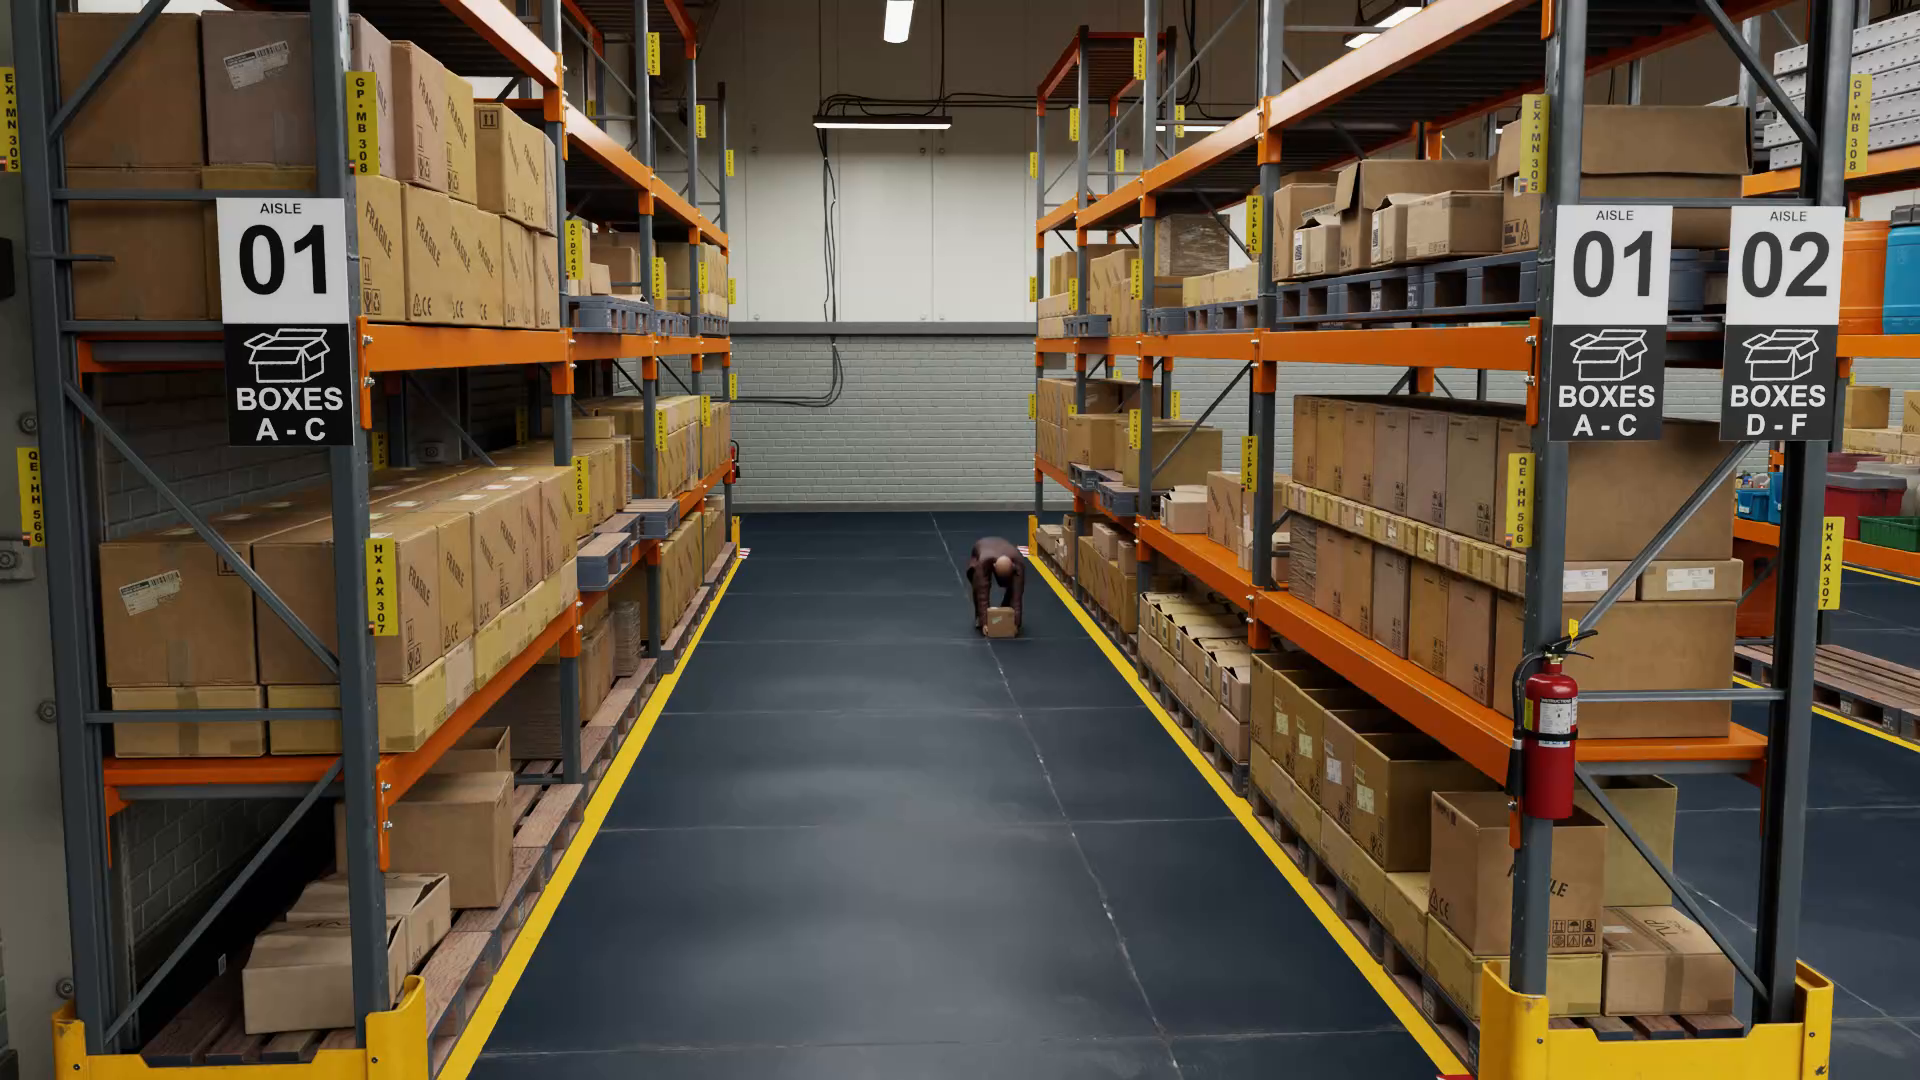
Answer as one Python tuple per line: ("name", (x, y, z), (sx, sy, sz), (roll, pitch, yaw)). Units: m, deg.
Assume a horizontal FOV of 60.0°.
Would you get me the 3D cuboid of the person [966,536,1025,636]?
("person", (0.357, 0.433, 16.029), (0.585, 0.898, 0.952), (-1, 7, -6))
